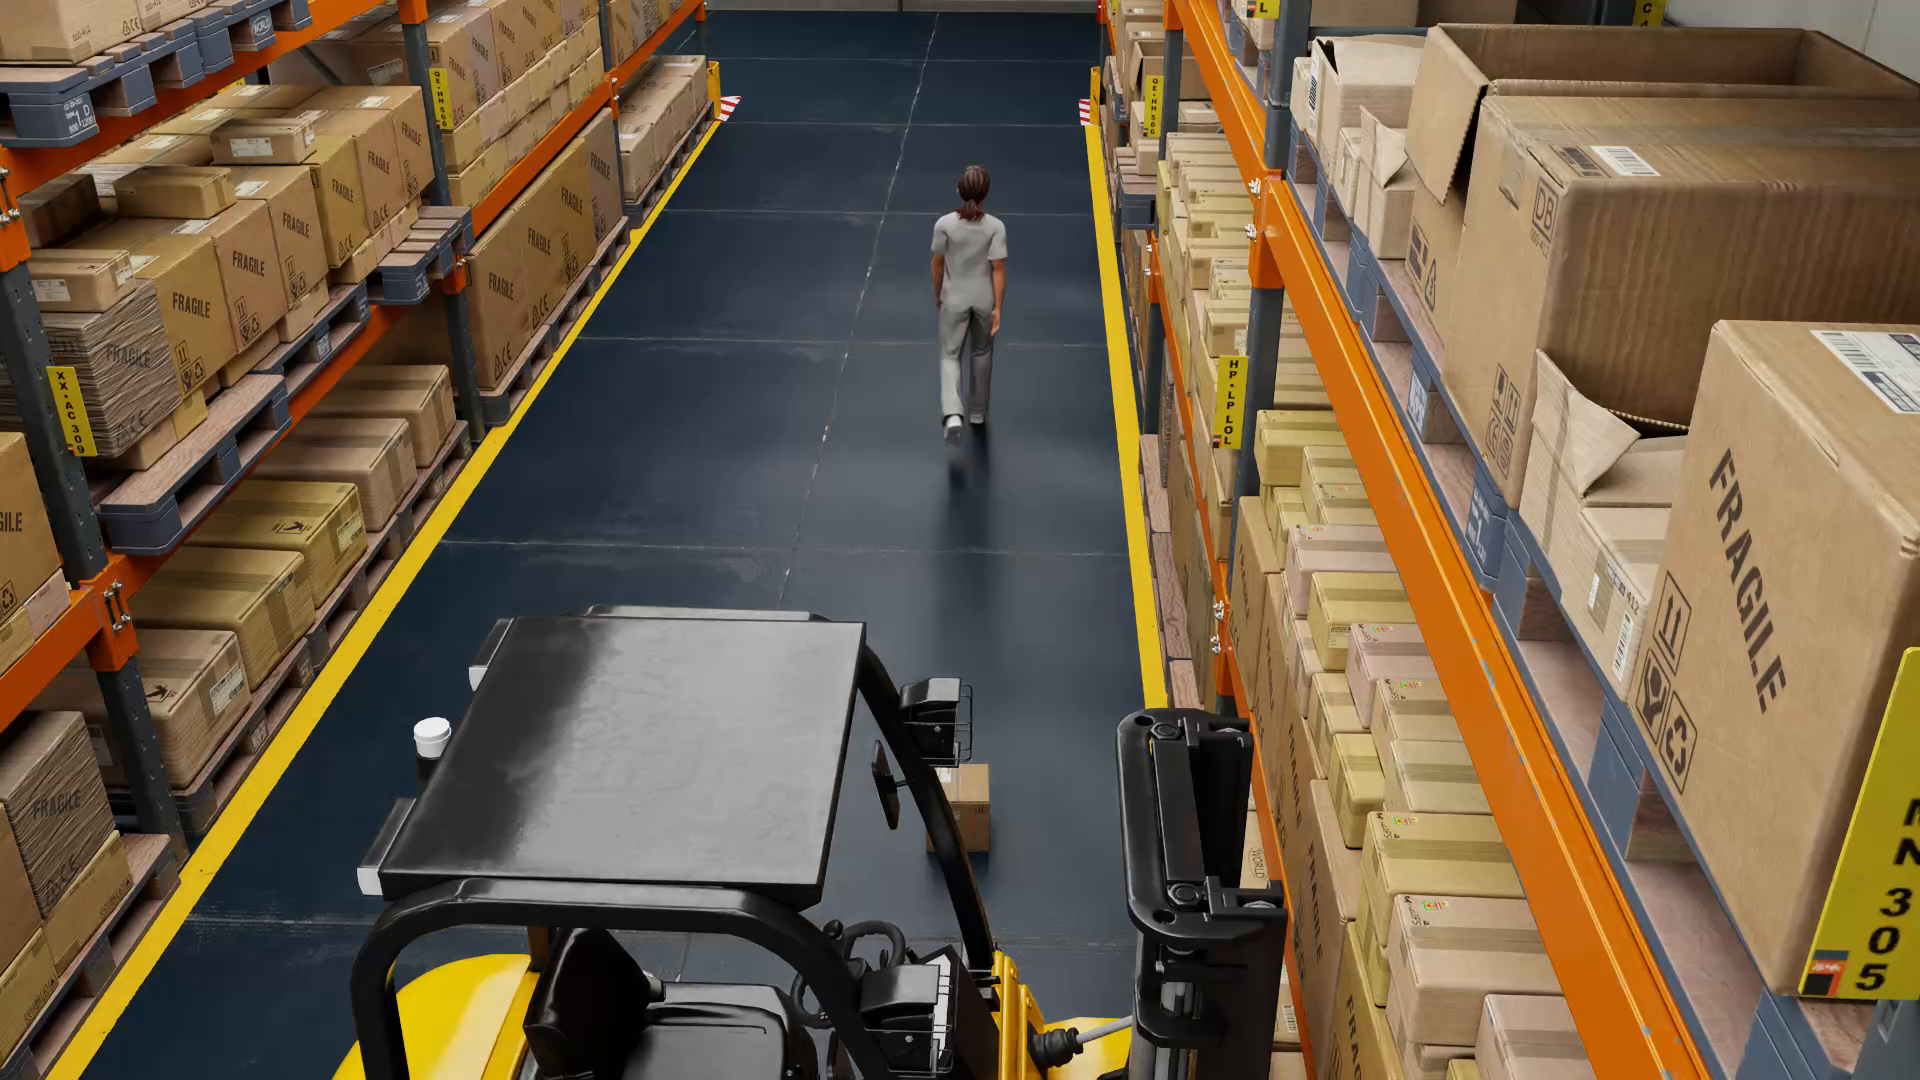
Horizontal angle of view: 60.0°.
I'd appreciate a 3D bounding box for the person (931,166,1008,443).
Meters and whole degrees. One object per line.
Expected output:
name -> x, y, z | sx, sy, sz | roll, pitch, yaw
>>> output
person -> 0.053, -1.362, 9.674 | 0.440, 1.638, 0.893 | 0, 28, -1
